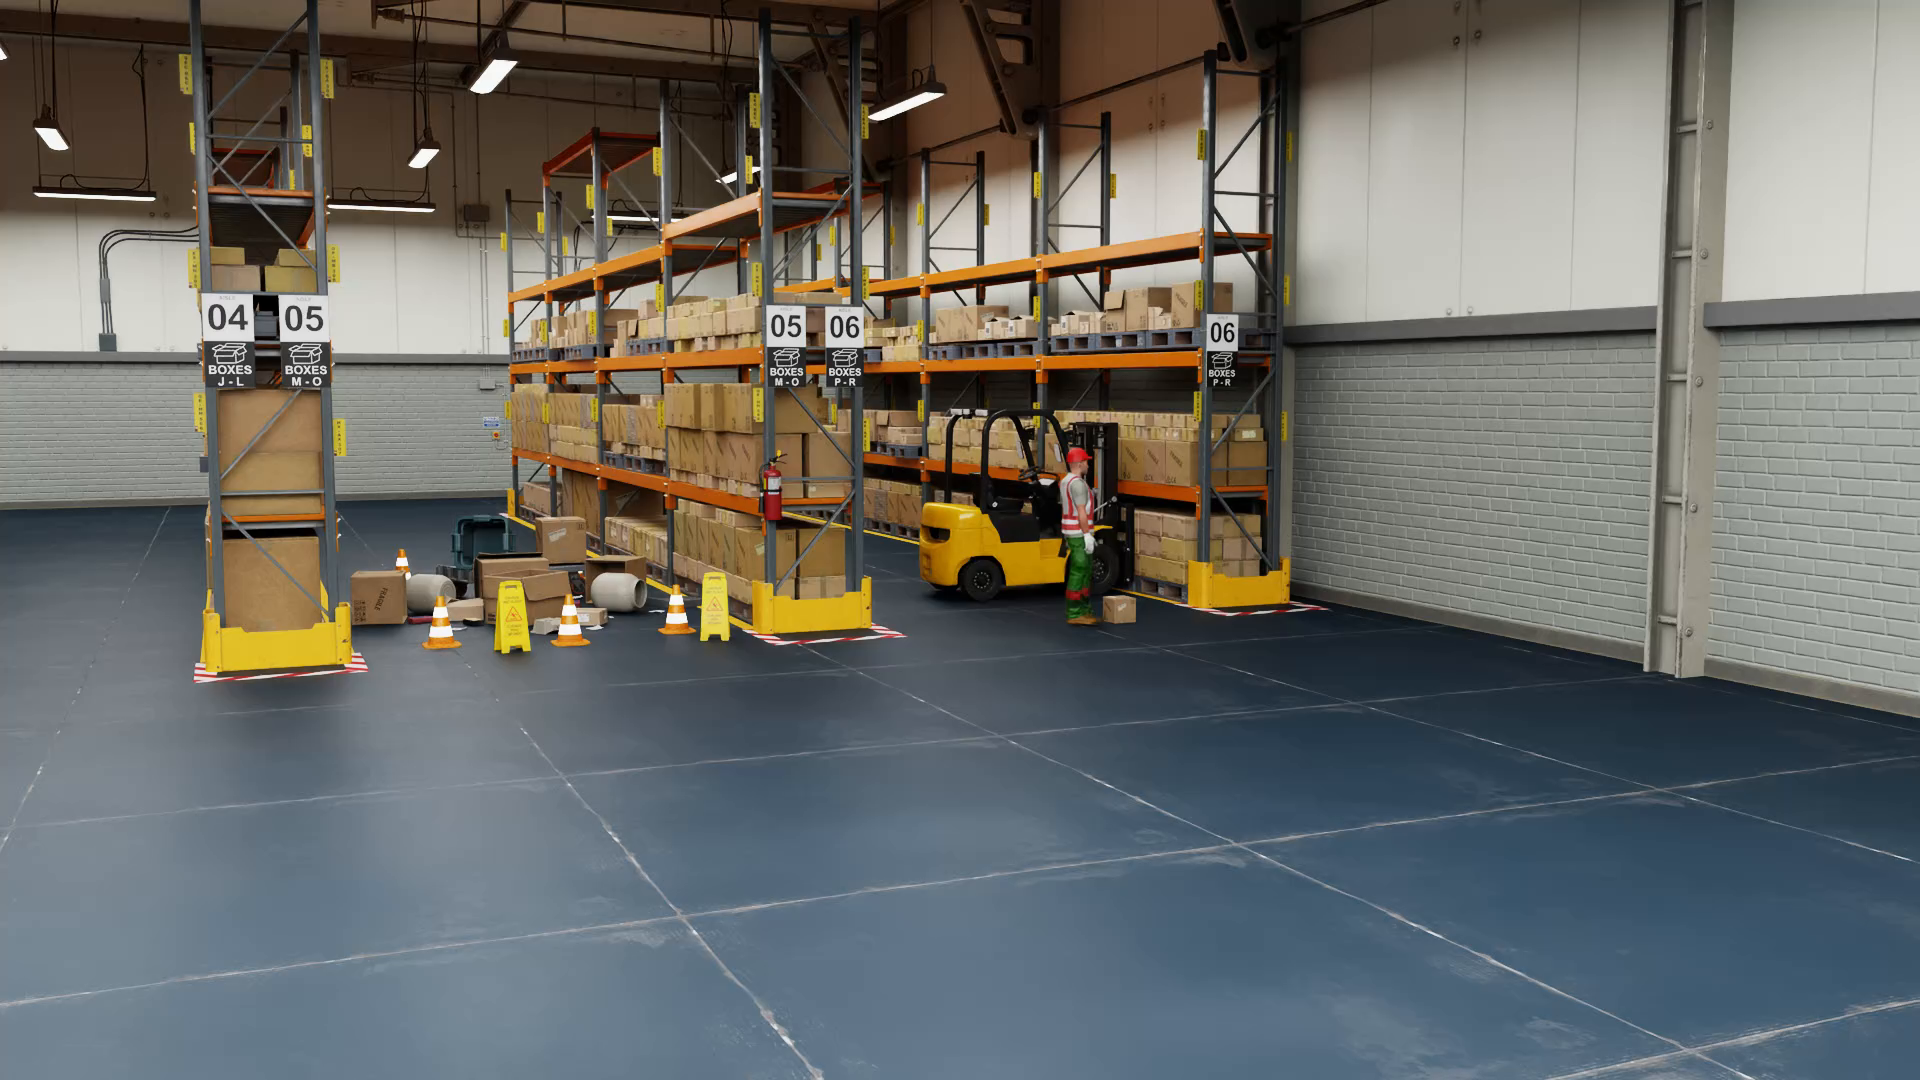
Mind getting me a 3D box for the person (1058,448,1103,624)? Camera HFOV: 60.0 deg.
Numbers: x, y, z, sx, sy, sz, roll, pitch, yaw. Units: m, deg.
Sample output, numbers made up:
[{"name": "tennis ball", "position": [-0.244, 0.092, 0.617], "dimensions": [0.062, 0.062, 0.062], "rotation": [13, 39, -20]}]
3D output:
[{"name": "person", "position": [1.275, -0.020, 16.903], "dimensions": [0.496, 1.832, 0.585], "rotation": [-1, 5, -10]}]
